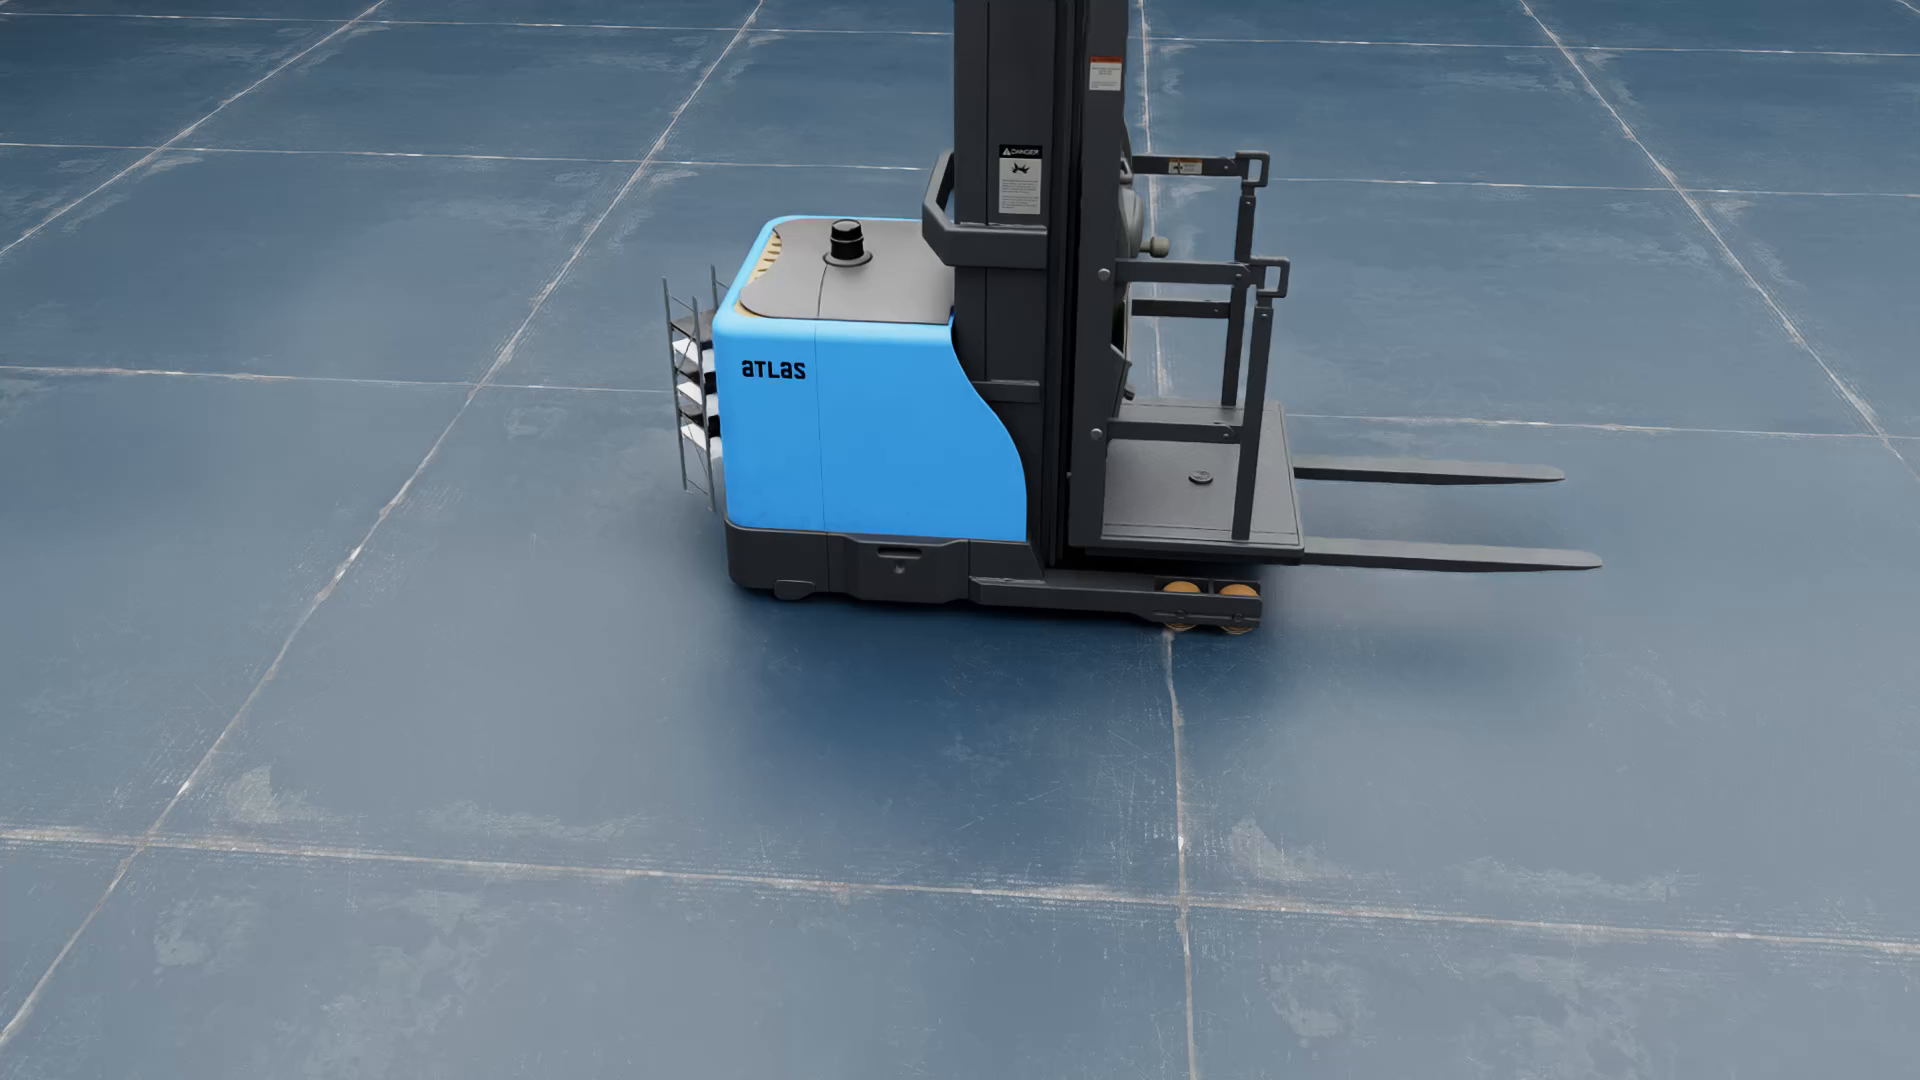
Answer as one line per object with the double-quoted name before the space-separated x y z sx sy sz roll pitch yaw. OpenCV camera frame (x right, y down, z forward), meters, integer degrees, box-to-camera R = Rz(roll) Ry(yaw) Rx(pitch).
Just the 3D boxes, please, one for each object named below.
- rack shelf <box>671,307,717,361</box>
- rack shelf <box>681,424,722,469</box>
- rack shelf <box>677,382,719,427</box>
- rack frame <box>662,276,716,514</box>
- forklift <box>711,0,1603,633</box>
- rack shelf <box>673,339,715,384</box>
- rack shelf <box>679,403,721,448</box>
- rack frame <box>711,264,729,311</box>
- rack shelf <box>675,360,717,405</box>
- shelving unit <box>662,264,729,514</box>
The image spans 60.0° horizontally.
"rack shelf" -0.937 -0.768 6.187 0.200 0.077 0.258 -22 38 -31
"rack shelf" -0.937 -0.385 6.423 0.200 0.077 0.258 -22 38 -31
"rack shelf" -0.937 -0.538 6.329 0.200 0.077 0.258 -22 38 -31
"rack frame" -1.017 -0.534 6.259 0.006 0.900 0.240 -22 38 -31
"forklift" 0.724 -1.220 5.436 3.031 2.935 1.130 3 32 5
"rack shelf" -0.937 -0.691 6.234 0.200 0.077 0.258 -22 38 -31
"rack shelf" -0.937 -0.461 6.376 0.200 0.077 0.258 -22 38 -31
"rack frame" -0.856 -0.599 6.364 0.006 0.900 0.240 -22 38 -31
"rack shelf" -0.937 -0.615 6.282 0.200 0.077 0.258 -22 38 -31
"shelving unit" -0.937 -0.566 6.311 0.210 0.900 0.258 -22 38 -31
